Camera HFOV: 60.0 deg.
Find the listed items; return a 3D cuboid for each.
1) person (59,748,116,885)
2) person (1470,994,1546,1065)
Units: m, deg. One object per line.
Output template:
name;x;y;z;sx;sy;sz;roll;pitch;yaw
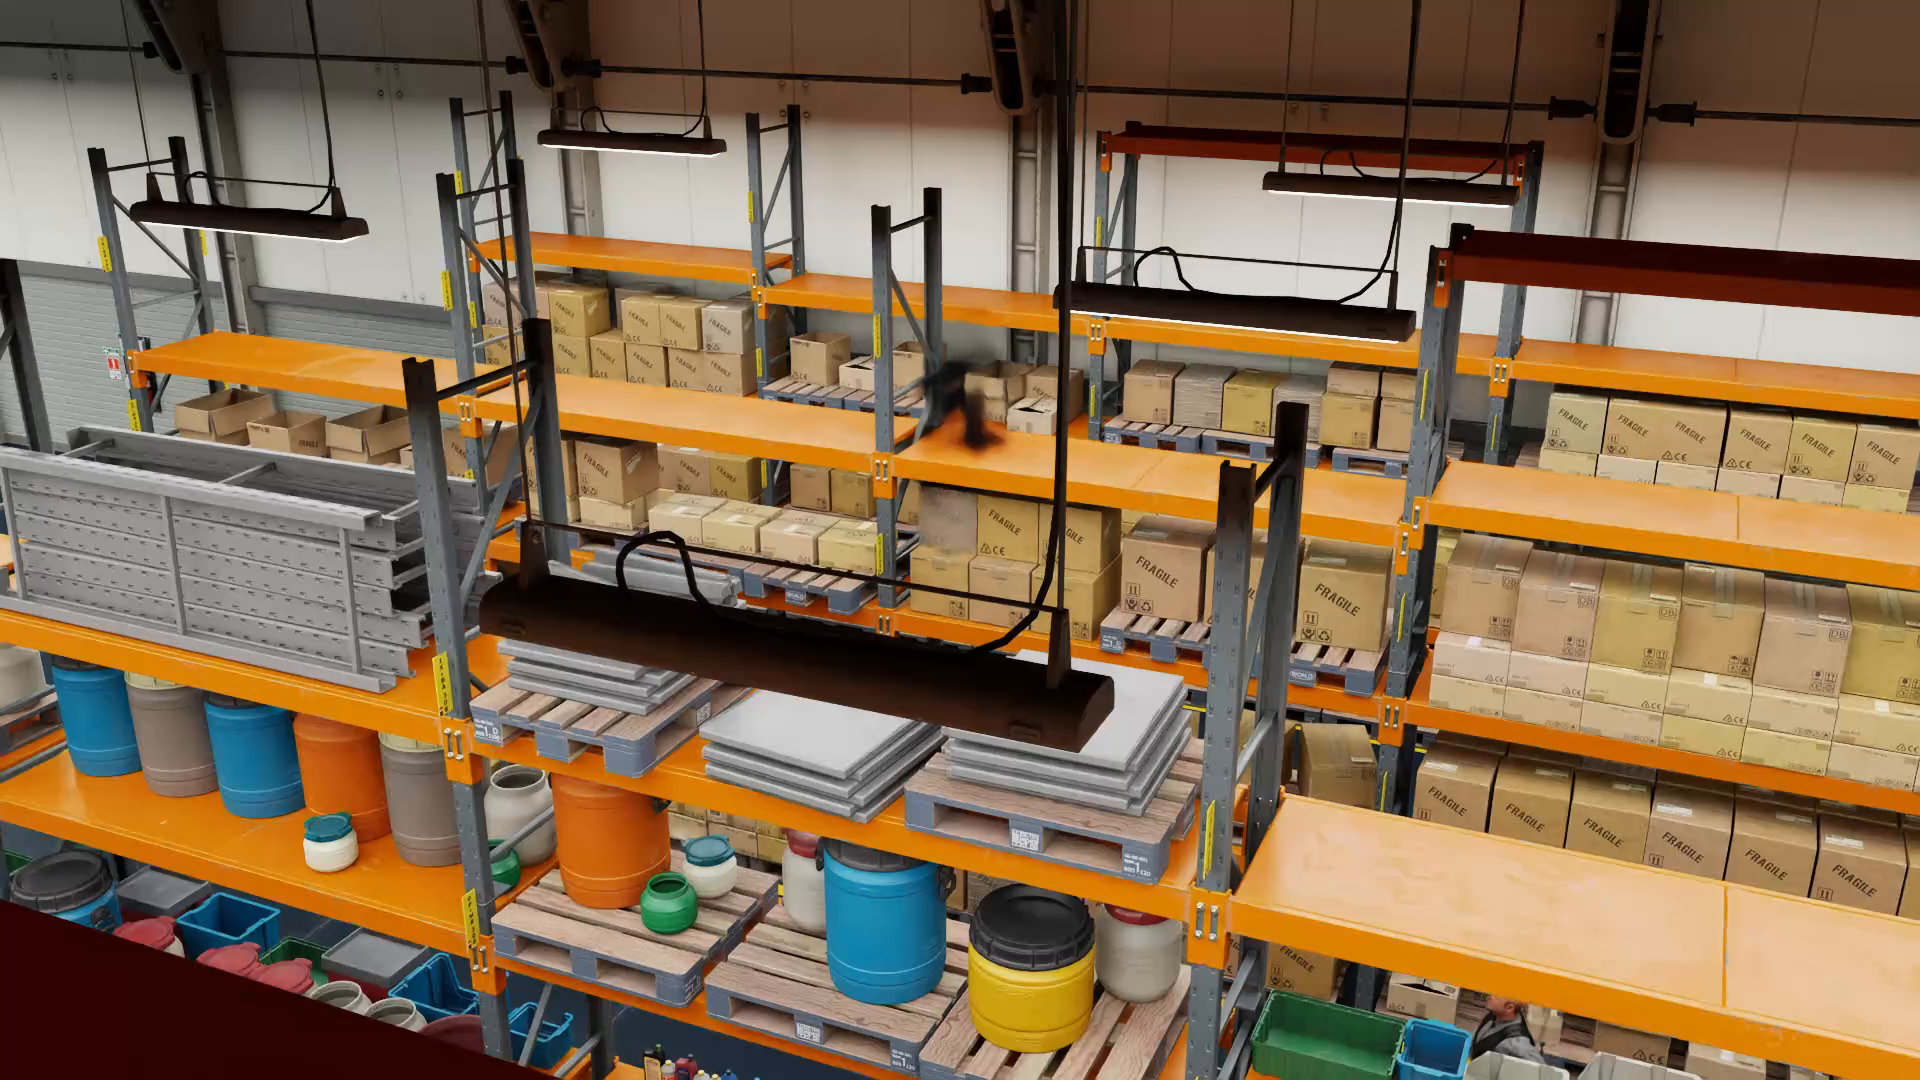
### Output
person;-7.222;2.399;13.771;0.963;1.747;0.710;8;22;20
person;3.472;3.567;10.651;0.969;1.717;0.652;5;21;12
